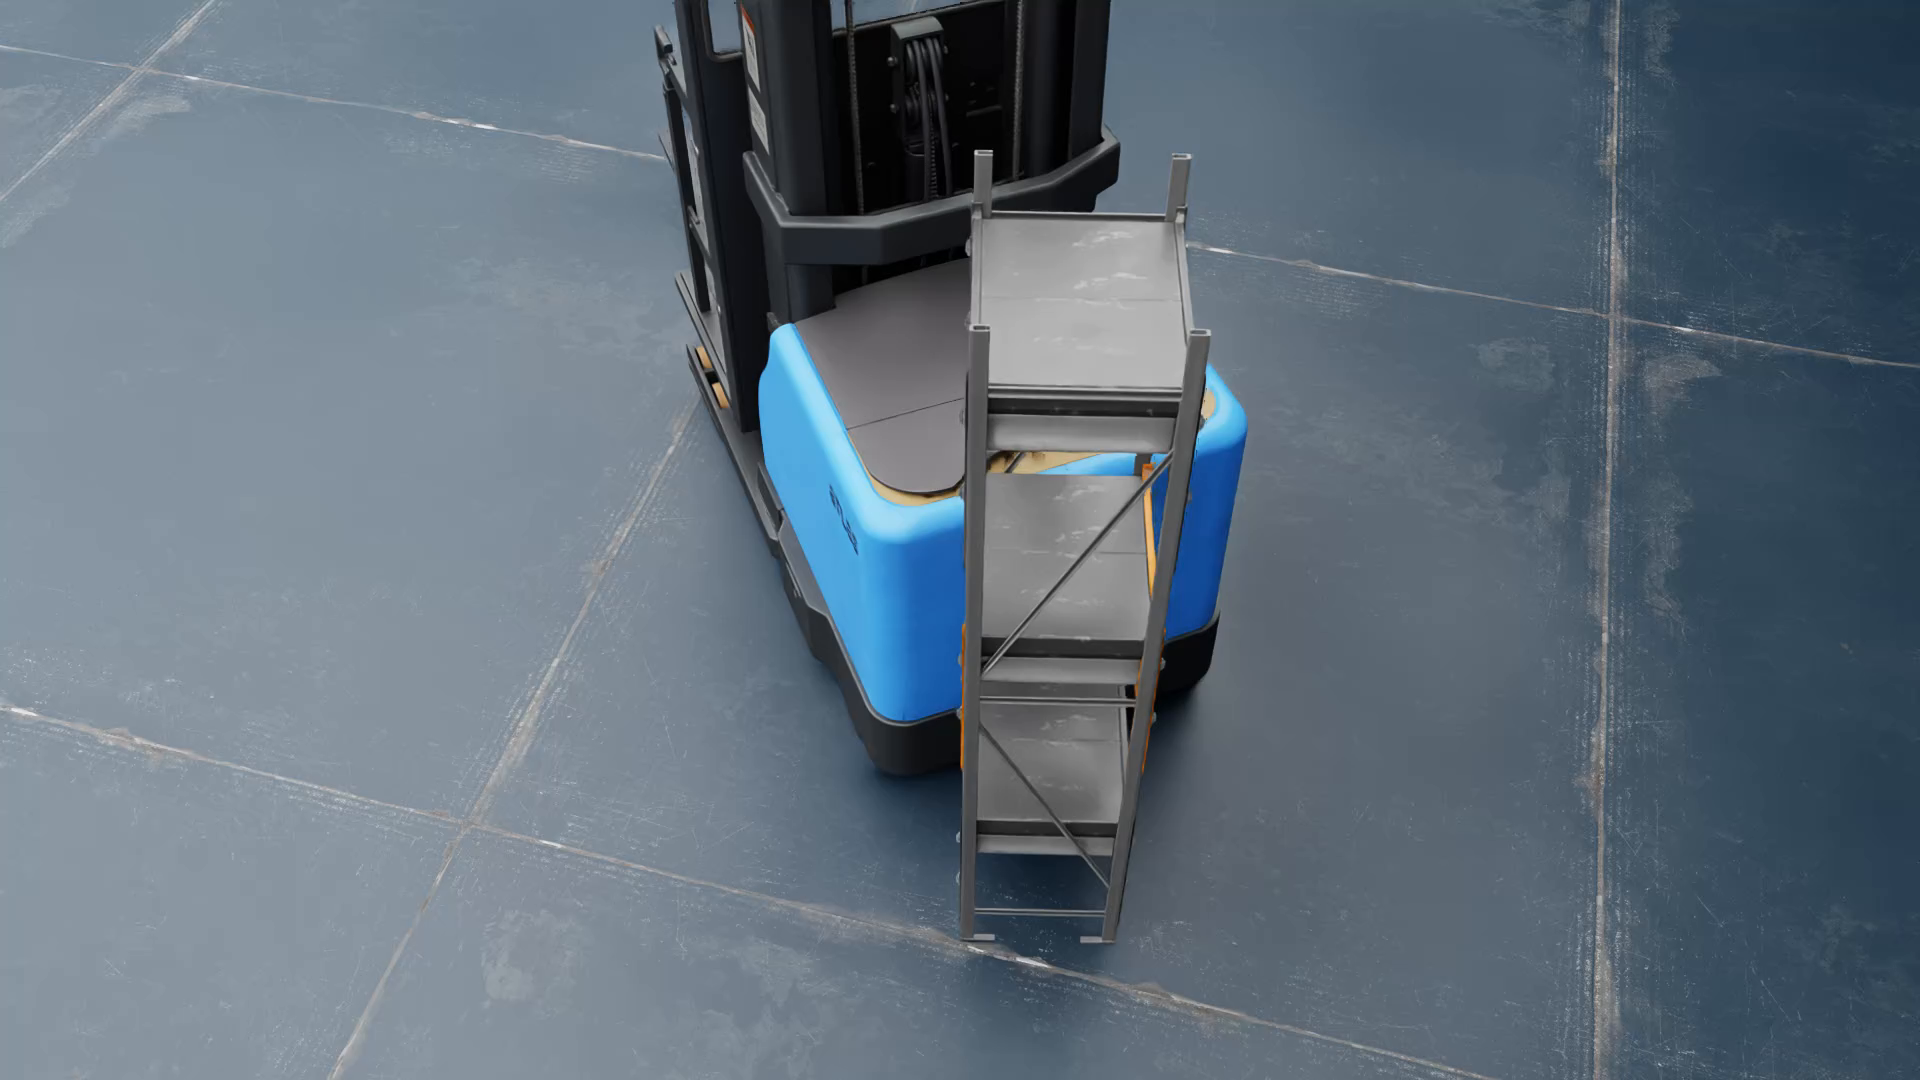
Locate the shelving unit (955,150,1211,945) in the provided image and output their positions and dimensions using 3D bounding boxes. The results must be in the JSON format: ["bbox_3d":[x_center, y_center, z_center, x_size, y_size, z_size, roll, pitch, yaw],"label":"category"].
[{"bbox_3d":[0.214,0.164,3.703,0.431,2.100,0.503,1,49,1],"label":"shelving unit"}]

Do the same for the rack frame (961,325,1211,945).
[{"bbox_3d":[0.208,0.347,3.541,0.400,2.100,0.015,1,49,1],"label":"rack frame"}]

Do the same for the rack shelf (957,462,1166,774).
[{"bbox_3d":[0.214,0.173,3.713,0.431,0.518,0.480,1,49,1],"label":"rack shelf"}]

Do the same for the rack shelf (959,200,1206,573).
[{"bbox_3d":[0.219,-0.290,3.188,0.431,0.518,0.480,1,49,1],"label":"rack shelf"}]

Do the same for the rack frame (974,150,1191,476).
[{"bbox_3d":[0.220,-0.019,3.864,0.400,2.100,0.015,1,49,1],"label":"rack frame"}]

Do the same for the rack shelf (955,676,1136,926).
[{"bbox_3d":[0.210,0.636,4.238,0.431,0.518,0.480,1,49,1],"label":"rack shelf"}]

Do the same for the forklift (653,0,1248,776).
[{"bbox_3d":[-0.281,-1.448,4.573,1.130,2.935,3.031,-17,51,-14],"label":"forklift"}]
